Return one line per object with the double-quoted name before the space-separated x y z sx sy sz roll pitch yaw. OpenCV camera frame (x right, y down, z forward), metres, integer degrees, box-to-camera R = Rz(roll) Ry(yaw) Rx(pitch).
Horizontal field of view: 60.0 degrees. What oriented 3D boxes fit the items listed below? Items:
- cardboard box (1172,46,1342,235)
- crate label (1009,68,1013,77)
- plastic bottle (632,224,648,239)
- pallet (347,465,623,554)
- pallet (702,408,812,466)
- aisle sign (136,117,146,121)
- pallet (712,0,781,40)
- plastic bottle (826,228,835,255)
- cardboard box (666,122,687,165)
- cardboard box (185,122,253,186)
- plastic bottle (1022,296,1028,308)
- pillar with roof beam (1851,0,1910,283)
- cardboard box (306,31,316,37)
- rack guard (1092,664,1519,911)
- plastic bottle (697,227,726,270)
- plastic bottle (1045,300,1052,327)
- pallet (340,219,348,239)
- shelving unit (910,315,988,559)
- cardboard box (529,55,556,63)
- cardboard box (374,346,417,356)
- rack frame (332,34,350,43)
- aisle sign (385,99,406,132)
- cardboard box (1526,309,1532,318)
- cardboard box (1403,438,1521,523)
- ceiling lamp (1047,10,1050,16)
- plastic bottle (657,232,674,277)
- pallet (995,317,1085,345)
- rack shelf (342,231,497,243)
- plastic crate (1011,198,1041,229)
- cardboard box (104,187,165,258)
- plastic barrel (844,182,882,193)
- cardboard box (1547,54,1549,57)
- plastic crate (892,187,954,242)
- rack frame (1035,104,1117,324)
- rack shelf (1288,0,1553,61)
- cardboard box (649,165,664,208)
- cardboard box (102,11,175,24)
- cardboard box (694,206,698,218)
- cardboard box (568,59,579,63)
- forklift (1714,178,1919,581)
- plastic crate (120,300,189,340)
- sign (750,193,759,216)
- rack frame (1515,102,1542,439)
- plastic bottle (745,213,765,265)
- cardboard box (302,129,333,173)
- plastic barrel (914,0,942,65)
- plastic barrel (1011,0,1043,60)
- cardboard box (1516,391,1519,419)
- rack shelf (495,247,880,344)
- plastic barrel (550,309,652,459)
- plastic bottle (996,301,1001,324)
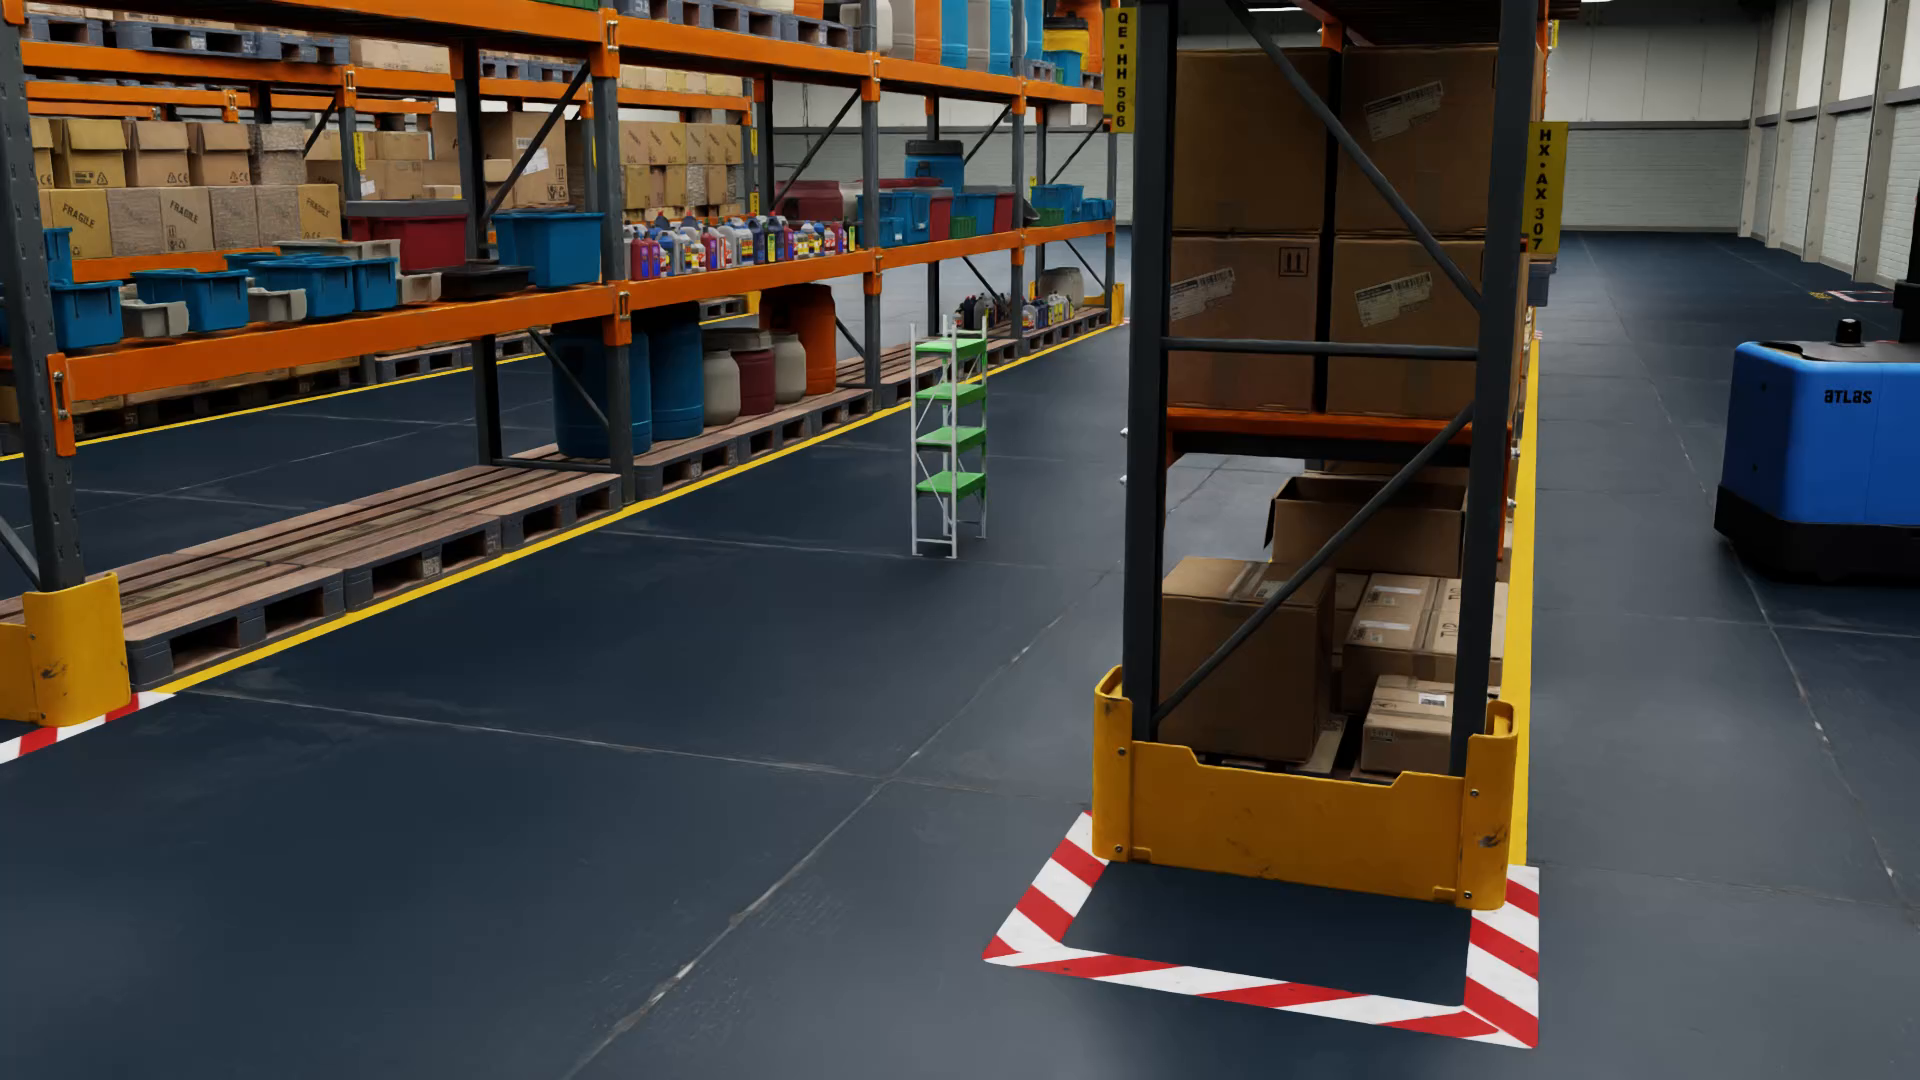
"cardboard box" 0.841 -1.156 4.842 0.500 0.500 0.500 4 14 18
"crate label" 0.530 -5.253 18.853 0.502 0.251 0.408 4 14 18
"plastic bottle" -2.212 -2.012 11.343 0.152 0.276 0.135 4 14 18
"pallet" -2.635 -0.189 9.343 1.003 0.211 1.213 4 14 18
"pallet" -1.752 -0.764 11.861 1.003 0.211 1.213 4 14 18
"aisle sign" -12.320 -6.563 25.158 0.394 0.787 0.004 4 14 18
"pallet" -1.909 -3.488 11.211 1.003 0.211 1.213 4 14 18
"plastic bottle" -0.996 -2.264 12.614 0.097 0.201 0.097 0 13 0
"cardboard box" -3.672 -4.822 20.232 0.500 0.500 0.500 4 14 18
"cardboard box" -6.292 -3.153 13.583 0.797 0.503 0.637 5 14 20
"plastic bottle" 0.672 -2.464 18.008 0.144 0.351 0.185 4 14 18
"pillar with roof beam" 11.224 -9.071 28.509 9.100 9.000 0.400 4 14 18
"cardboard box" -5.909 -4.778 15.094 0.500 0.500 0.500 5 14 20
"rack guard" 0.982 0.696 4.815 1.175 0.500 0.348 4 14 18
"plastic bottle" -1.624 -1.911 10.898 0.152 0.276 0.135 4 14 18
"plastic bottle" 0.962 -2.493 18.283 0.061 0.283 0.133 5 14 21
"pallet" -5.697 -2.969 15.688 1.213 0.211 1.003 4 14 18
"shelving unit" -0.054 -0.550 8.702 0.258 1.200 0.503 4 14 18
"cardboard box" -4.778 -5.373 17.871 0.797 0.503 0.637 4 13 16
"cardboard box" -5.629 -2.043 15.829 0.700 0.500 0.500 4 13 15
"rack frame" -5.826 -5.830 14.308 1.000 3.000 0.127 4 14 18
"aisle sign" -8.159 -6.272 23.884 0.394 0.787 0.004 4 14 18
"cardboard box" 4.654 -1.850 14.328 0.500 0.311 0.500 4 14 18
"cardboard box" 2.336 -0.204 7.771 0.500 0.500 0.500 4 14 18
"ceiling lamp" 1.552 -15.977 45.649 2.000 3.185 0.800 4 14 18
"plastic bottle" -1.817 -1.764 10.266 0.097 0.271 0.097 0 13 0
"pallet" 0.804 -2.427 19.149 1.003 0.211 1.213 4 14 18
"rack shelf" -5.179 -2.976 16.900 1.077 0.370 4.000 4 14 18
"plastic crate" 0.444 -3.462 17.552 0.767 0.338 0.504 4 14 18
"cardboard box" -6.411 -2.402 12.545 0.500 0.500 0.500 4 13 17
"plastic barrel" -0.873 -2.924 14.805 0.421 0.512 0.421 0 13 0
"cardboard box" 6.011 -5.276 17.702 0.500 0.250 0.500 4 14 18
"plastic crate" -0.328 -2.898 14.800 0.402 0.464 0.583 4 14 18
"rack frame" 1.449 -4.233 20.793 1.000 3.000 0.127 4 14 18
"rack shelf" 1.605 -2.039 6.058 1.077 0.370 4.000 4 14 18
"cardboard box" -4.067 -4.247 19.960 0.875 0.500 0.500 4 14 18
"cardboard box" -6.467 -4.191 12.692 0.797 0.503 0.637 4 14 18
"cardboard box" -3.524 -4.128 20.897 0.380 0.149 0.250 4 14 18
"cardboard box" -4.135 -5.377 18.506 0.380 0.149 0.250 4 13 17
"forklift" 5.505 -1.286 8.035 3.031 2.935 1.130 1 13 6
"plastic crate" -3.155 -0.855 6.449 0.250 0.136 0.298 4 14 18
"sign" -1.663 -2.666 13.562 0.100 0.325 0.005 4 14 18
"rack frame" 3.546 -2.191 11.847 1.000 3.000 0.127 4 14 18
"plastic bottle" -1.431 -2.070 11.429 0.144 0.351 0.185 4 14 18
"cardboard box" -8.668 -5.028 21.514 0.875 0.550 0.550 4 14 18
"plastic barrel" -0.457 -4.515 14.324 0.600 0.830 0.708 4 14 18
"plastic barrel" 0.578 -5.504 17.551 0.600 0.901 0.708 4 14 18
"cardboard box" 3.465 -0.973 11.139 0.500 0.500 0.500 5 14 21
"rack shelf" -1.787 -1.777 11.648 1.077 0.370 4.000 4 14 18
"plastic barrel" -2.242 -1.001 10.406 0.600 0.901 0.708 4 14 18
"plastic bottle" 0.414 -2.572 18.632 0.061 0.283 0.133 4 14 18
